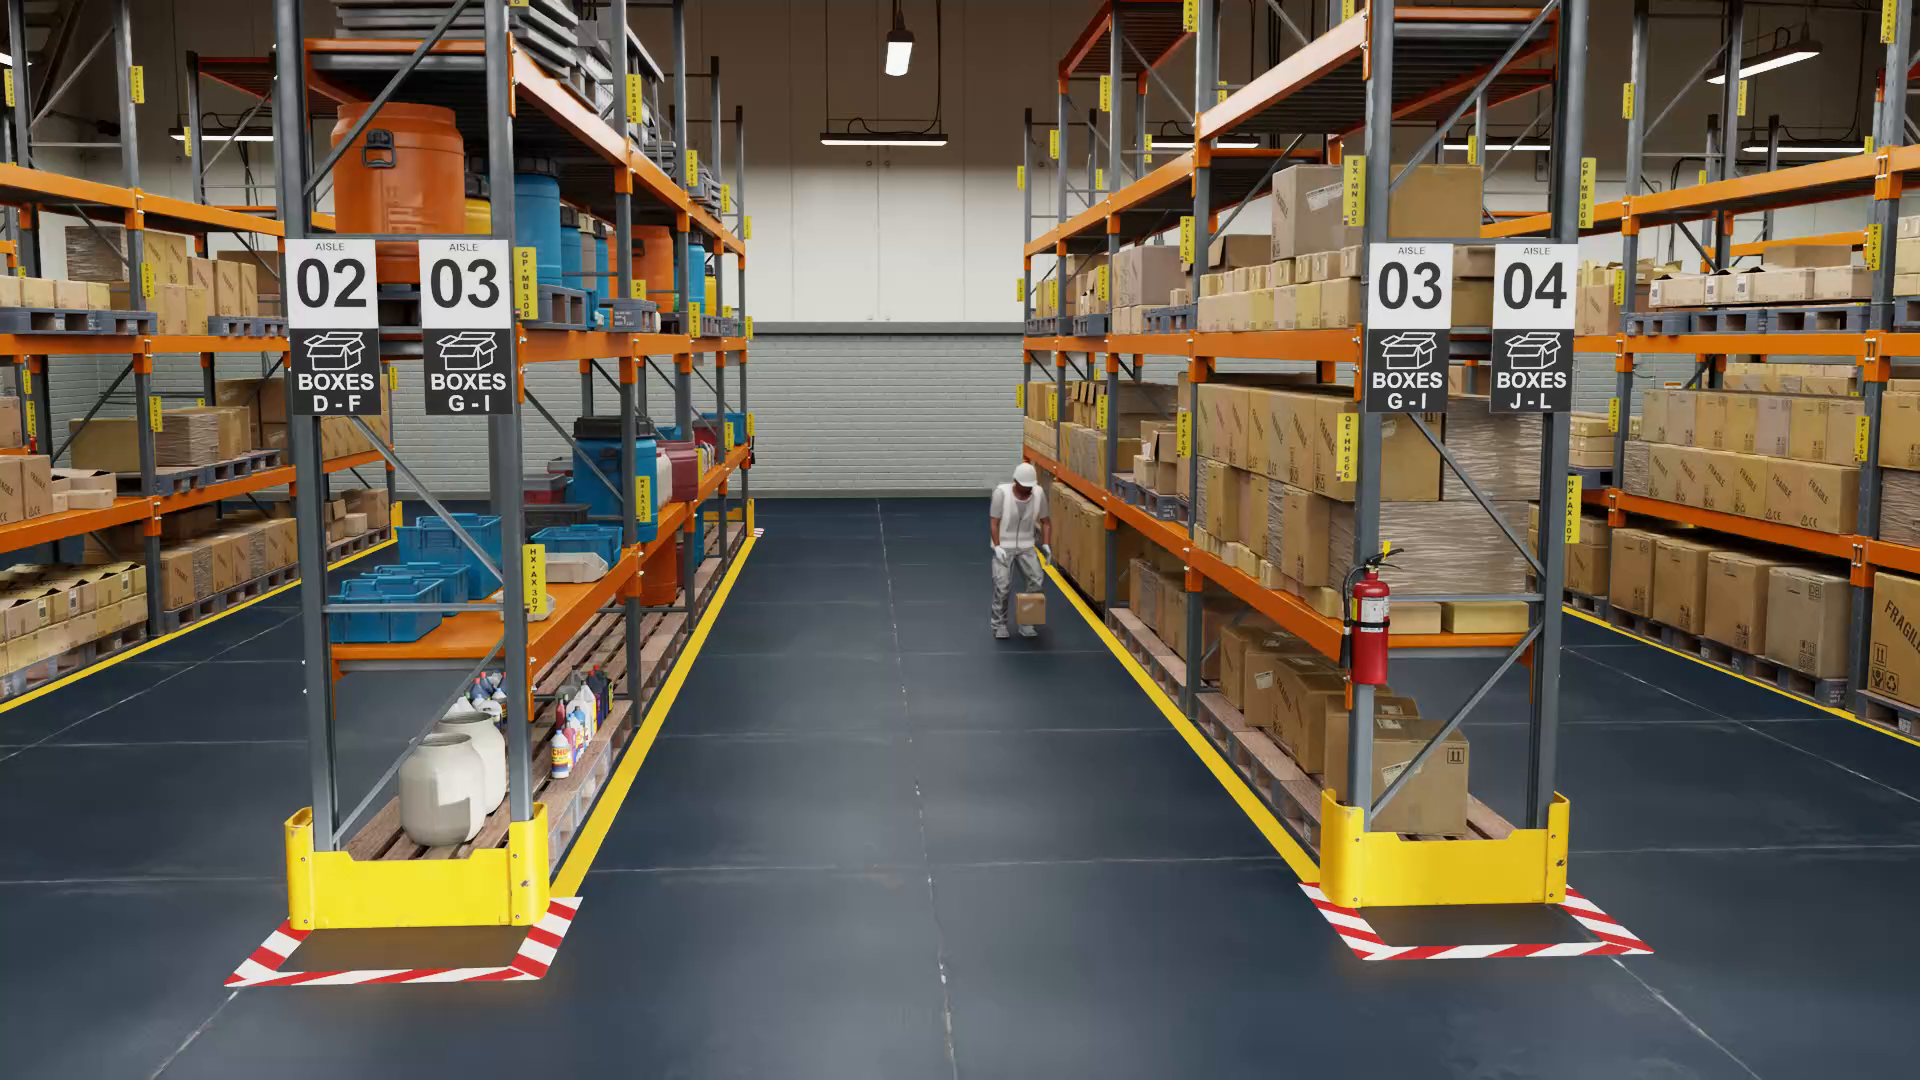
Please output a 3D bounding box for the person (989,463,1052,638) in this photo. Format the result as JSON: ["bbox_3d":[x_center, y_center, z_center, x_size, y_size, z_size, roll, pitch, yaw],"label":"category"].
[{"bbox_3d":[0.558,0.089,15.509,0.594,1.644,0.584,-2,7,-14],"label":"person"}]
